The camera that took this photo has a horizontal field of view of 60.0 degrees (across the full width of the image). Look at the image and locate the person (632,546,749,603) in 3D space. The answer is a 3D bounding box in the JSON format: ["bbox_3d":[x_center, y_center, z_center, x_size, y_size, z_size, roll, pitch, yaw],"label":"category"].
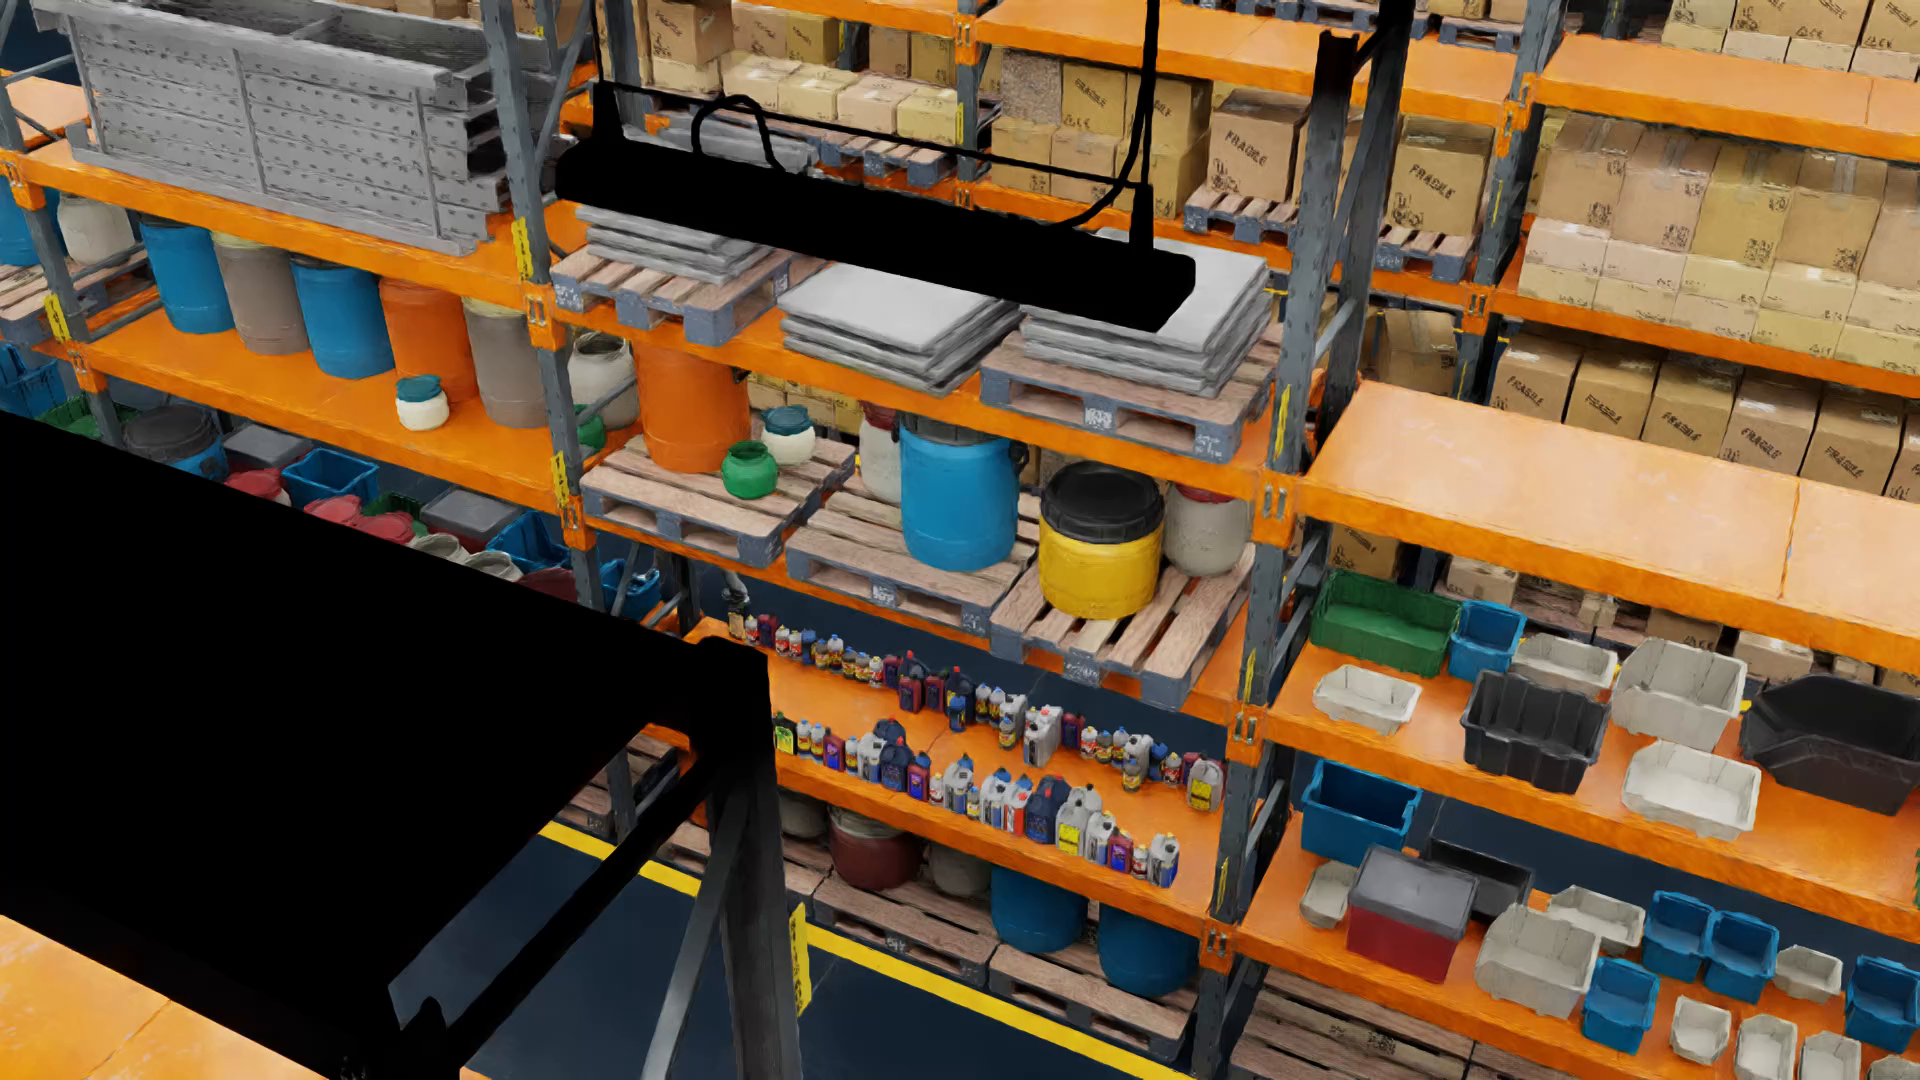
[{"bbox_3d":[-2.129,-0.197,12.819,1.037,1.504,0.417,18,39,23],"label":"person"}]
